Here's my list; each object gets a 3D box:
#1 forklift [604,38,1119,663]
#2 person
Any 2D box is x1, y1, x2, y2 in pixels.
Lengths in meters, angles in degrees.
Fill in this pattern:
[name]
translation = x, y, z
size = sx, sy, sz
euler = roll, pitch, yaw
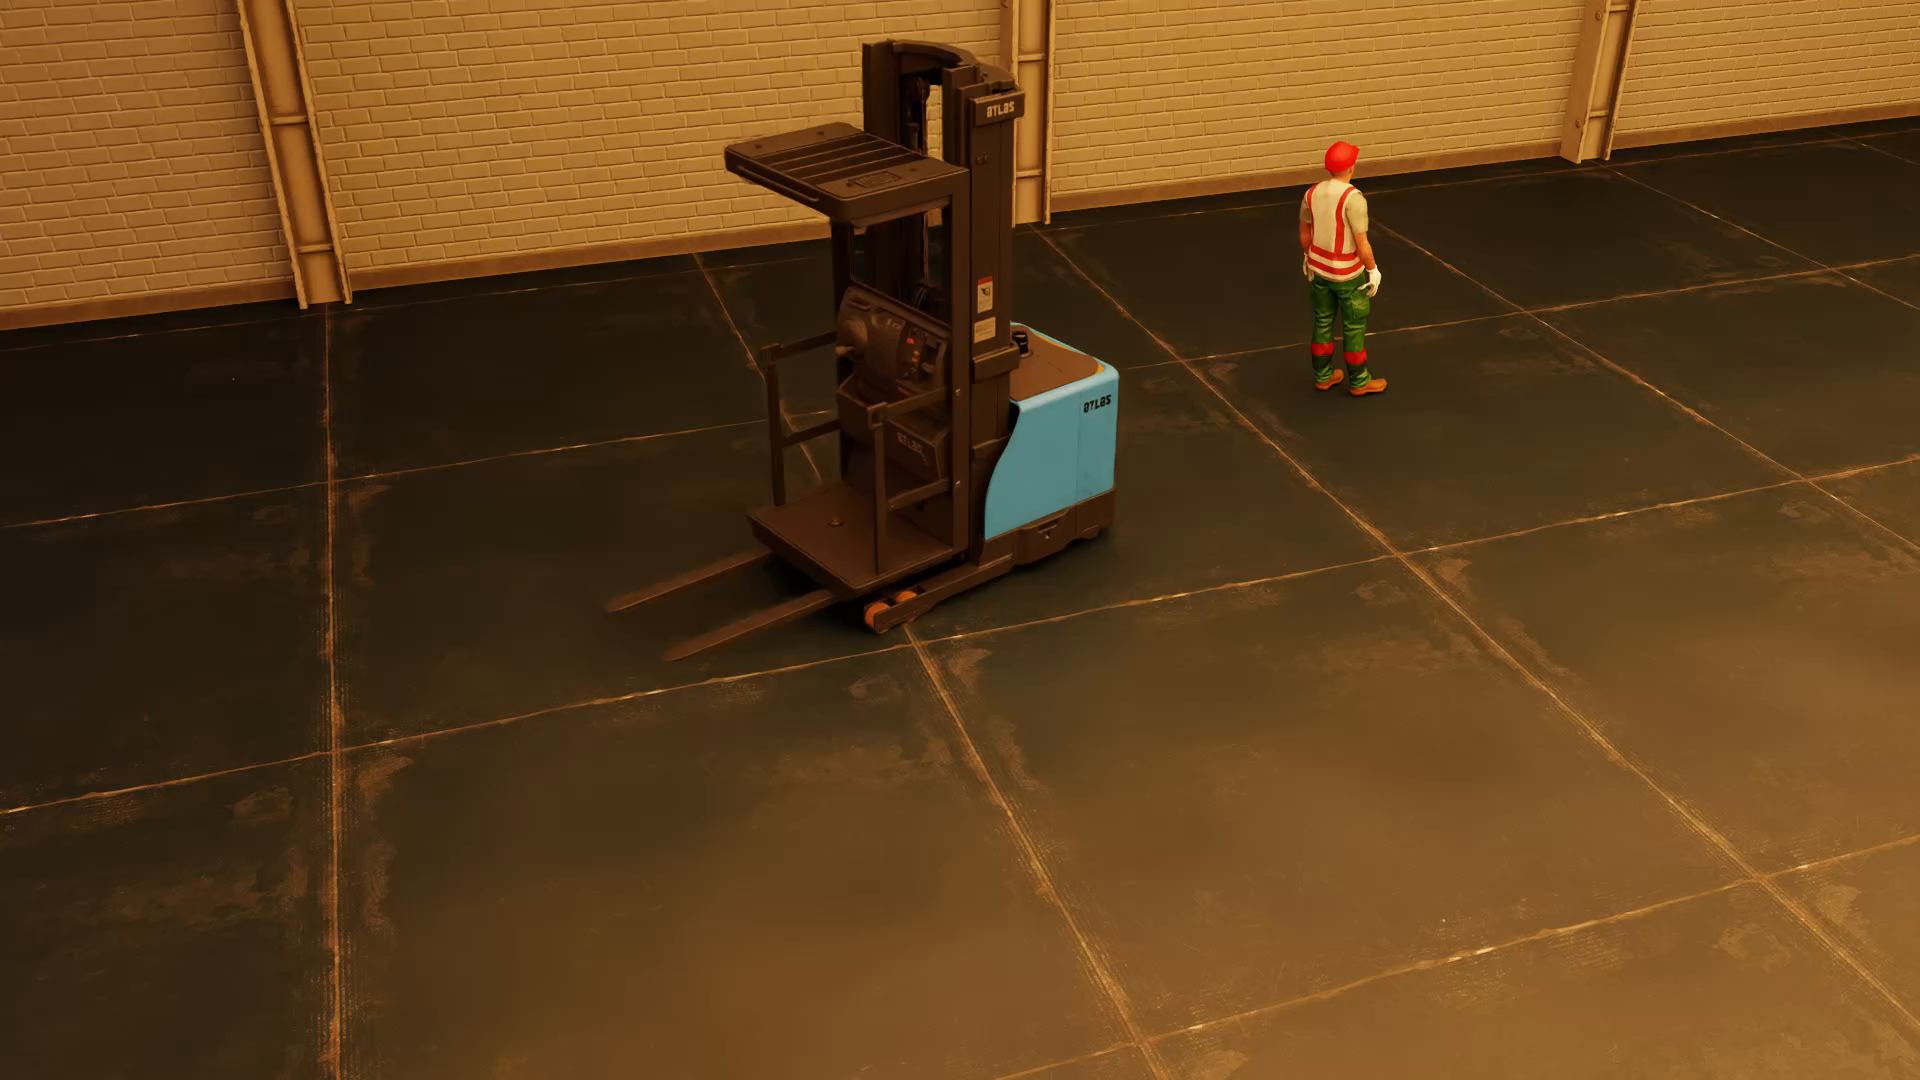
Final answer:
[forklift]
translation = -0.532, -1.056, 8.923
size = 3.031, 2.935, 1.130
euler = -22, 36, -33
[person]
translation = 2.665, -1.885, 11.495
size = 0.564, 1.787, 0.638
euler = -21, 36, -32
